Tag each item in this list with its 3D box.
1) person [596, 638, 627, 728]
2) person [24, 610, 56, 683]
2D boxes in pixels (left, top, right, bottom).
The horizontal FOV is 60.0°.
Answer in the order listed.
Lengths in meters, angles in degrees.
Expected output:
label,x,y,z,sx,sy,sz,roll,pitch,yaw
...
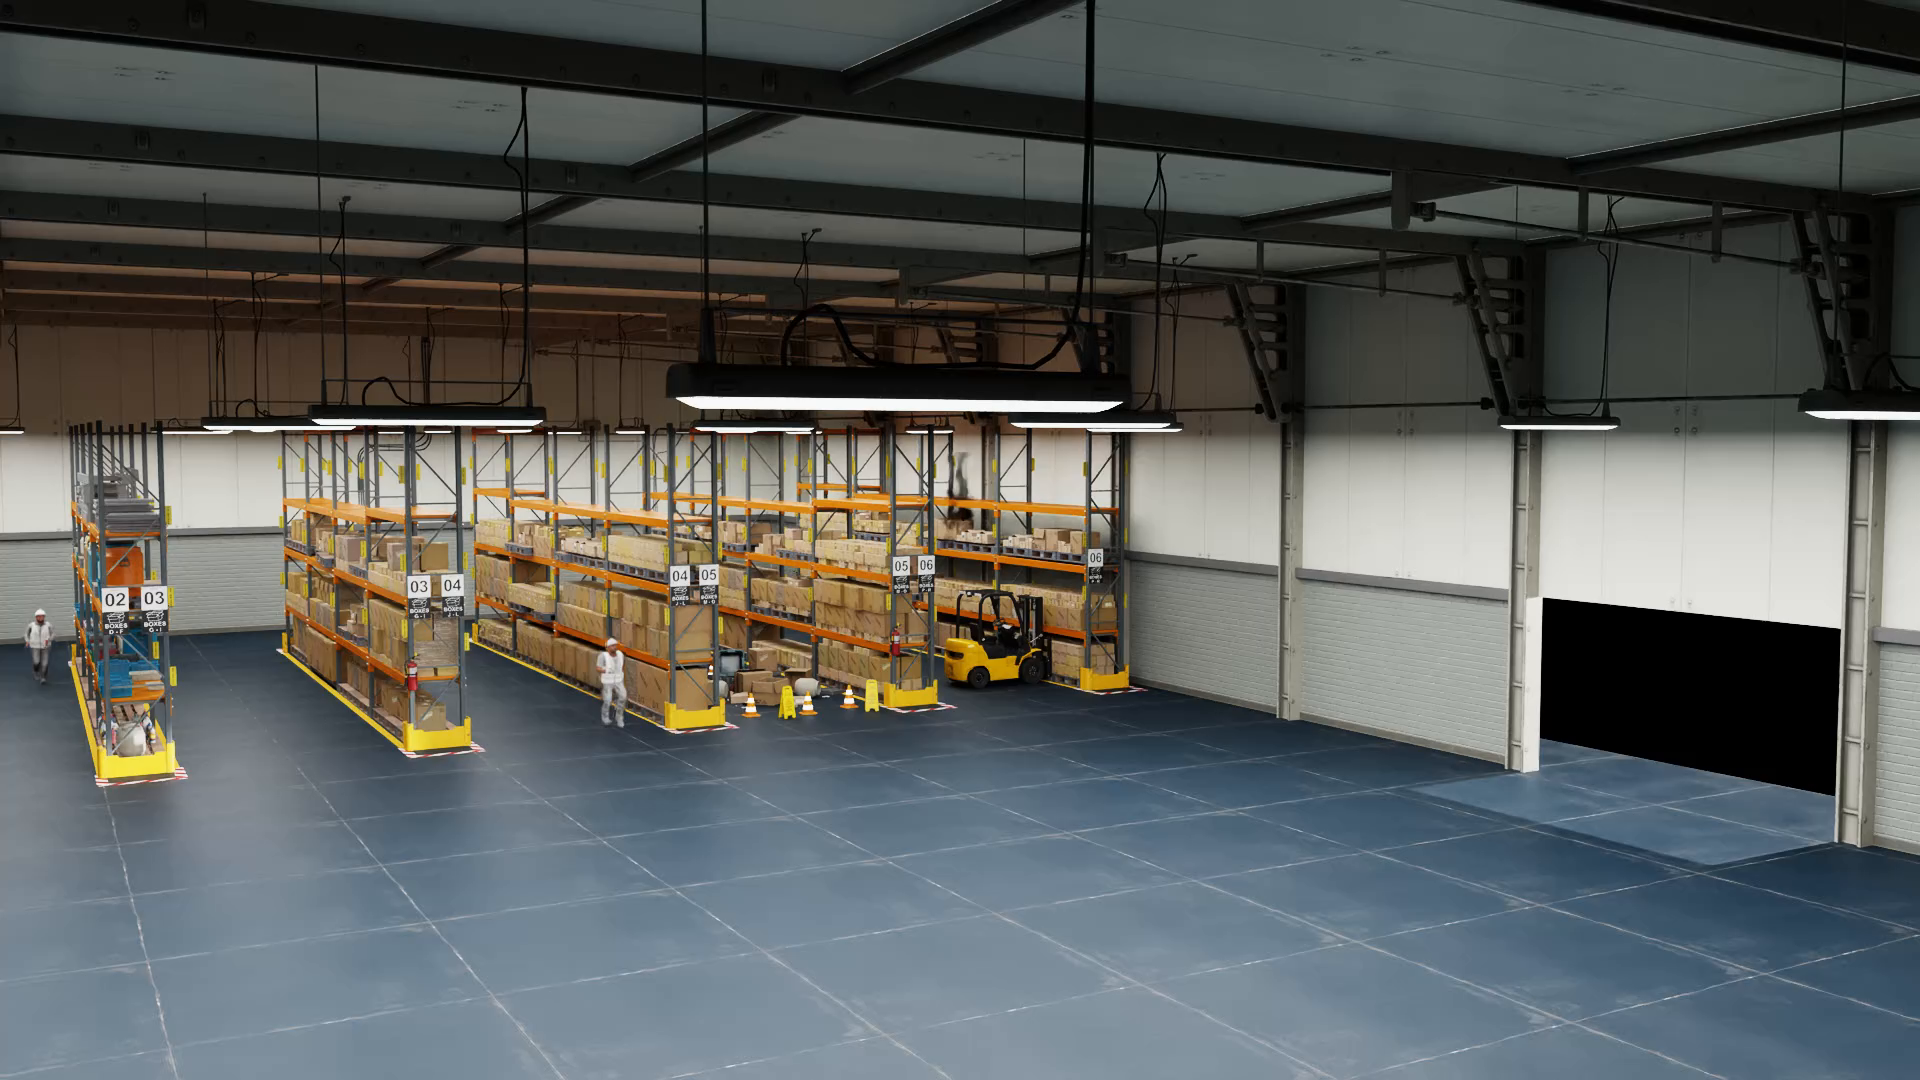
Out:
label,x,y,z,sx,sy,sz,roll,pitch,yaw
person,-6.857,2.823,32.790,0.691,1.788,0.802,-2,4,-34
person,-21.302,2.471,38.513,0.644,1.720,0.663,-2,4,-30
